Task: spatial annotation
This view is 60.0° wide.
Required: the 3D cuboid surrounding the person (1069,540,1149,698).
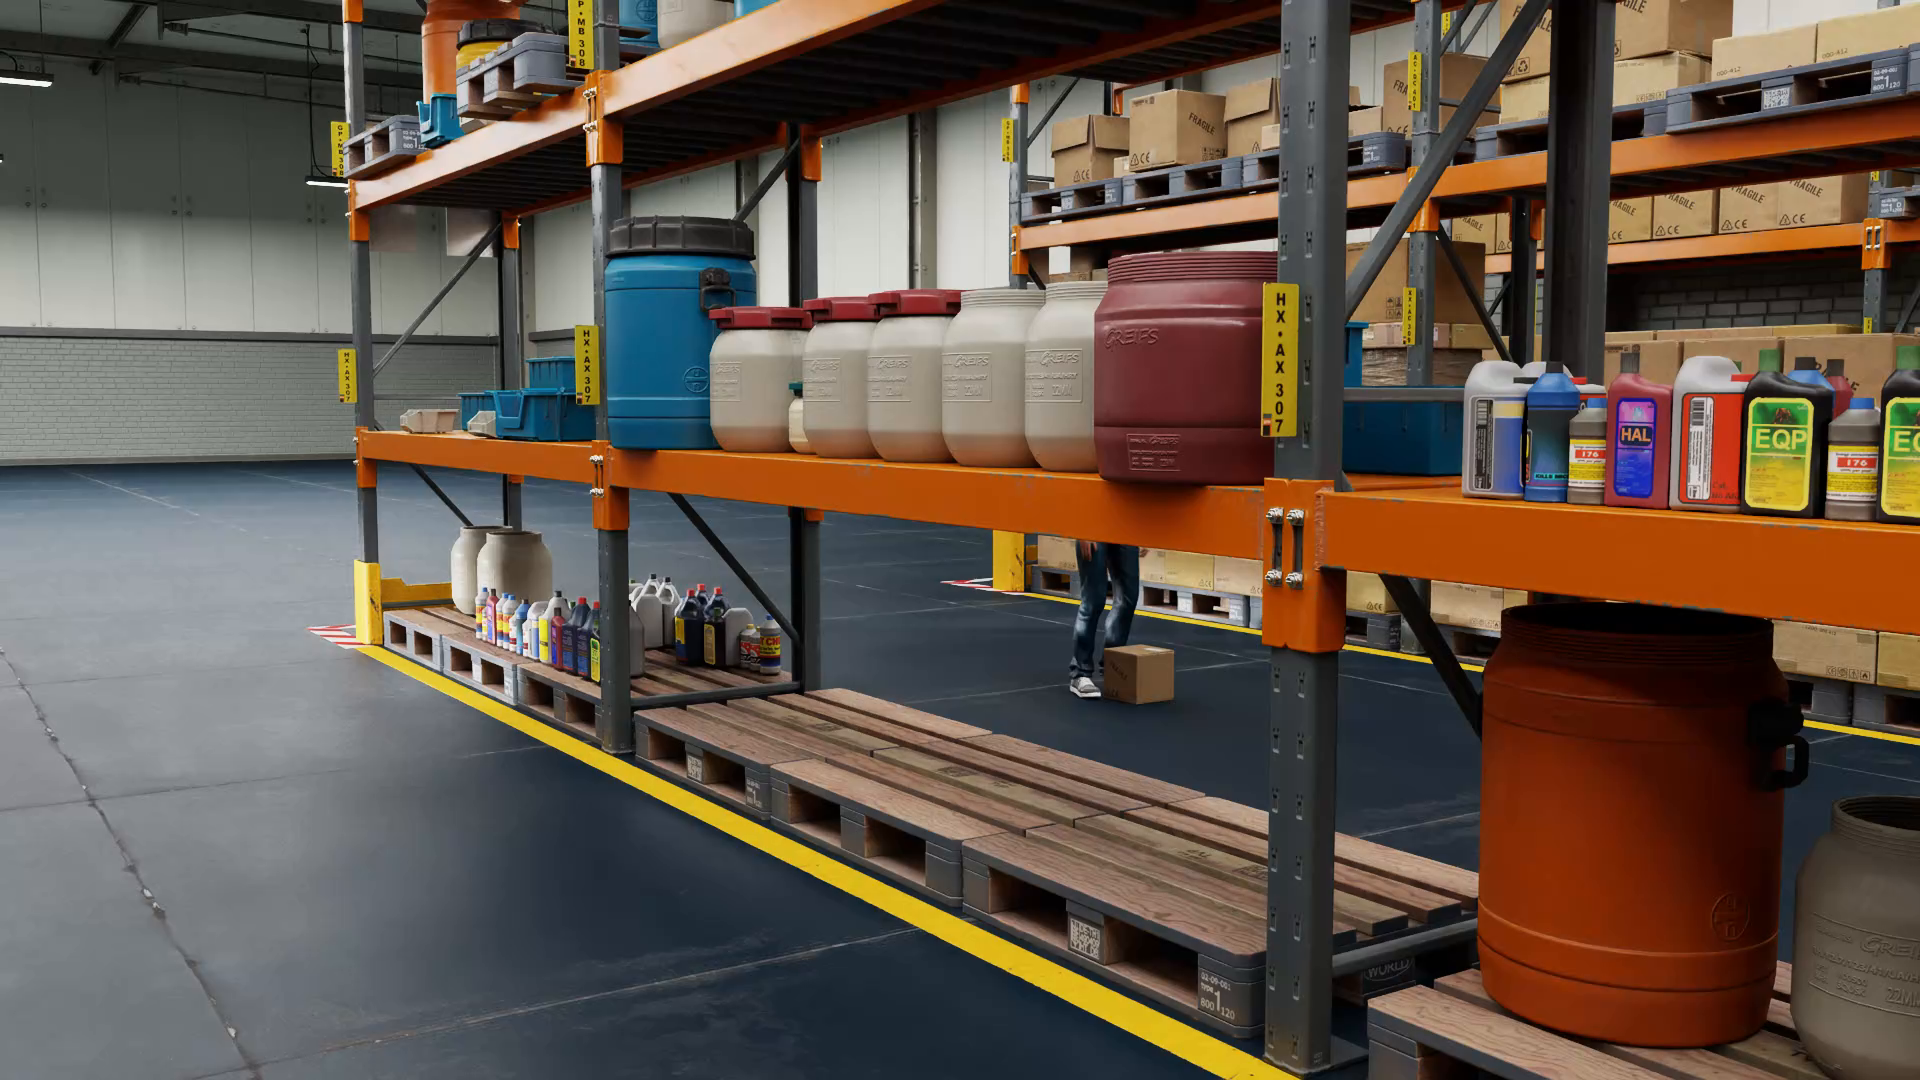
[{"bbox_3d":[0.760,-0.014,8.462,0.484,1.594,0.340,-4,6,-36],"label":"person"}]
